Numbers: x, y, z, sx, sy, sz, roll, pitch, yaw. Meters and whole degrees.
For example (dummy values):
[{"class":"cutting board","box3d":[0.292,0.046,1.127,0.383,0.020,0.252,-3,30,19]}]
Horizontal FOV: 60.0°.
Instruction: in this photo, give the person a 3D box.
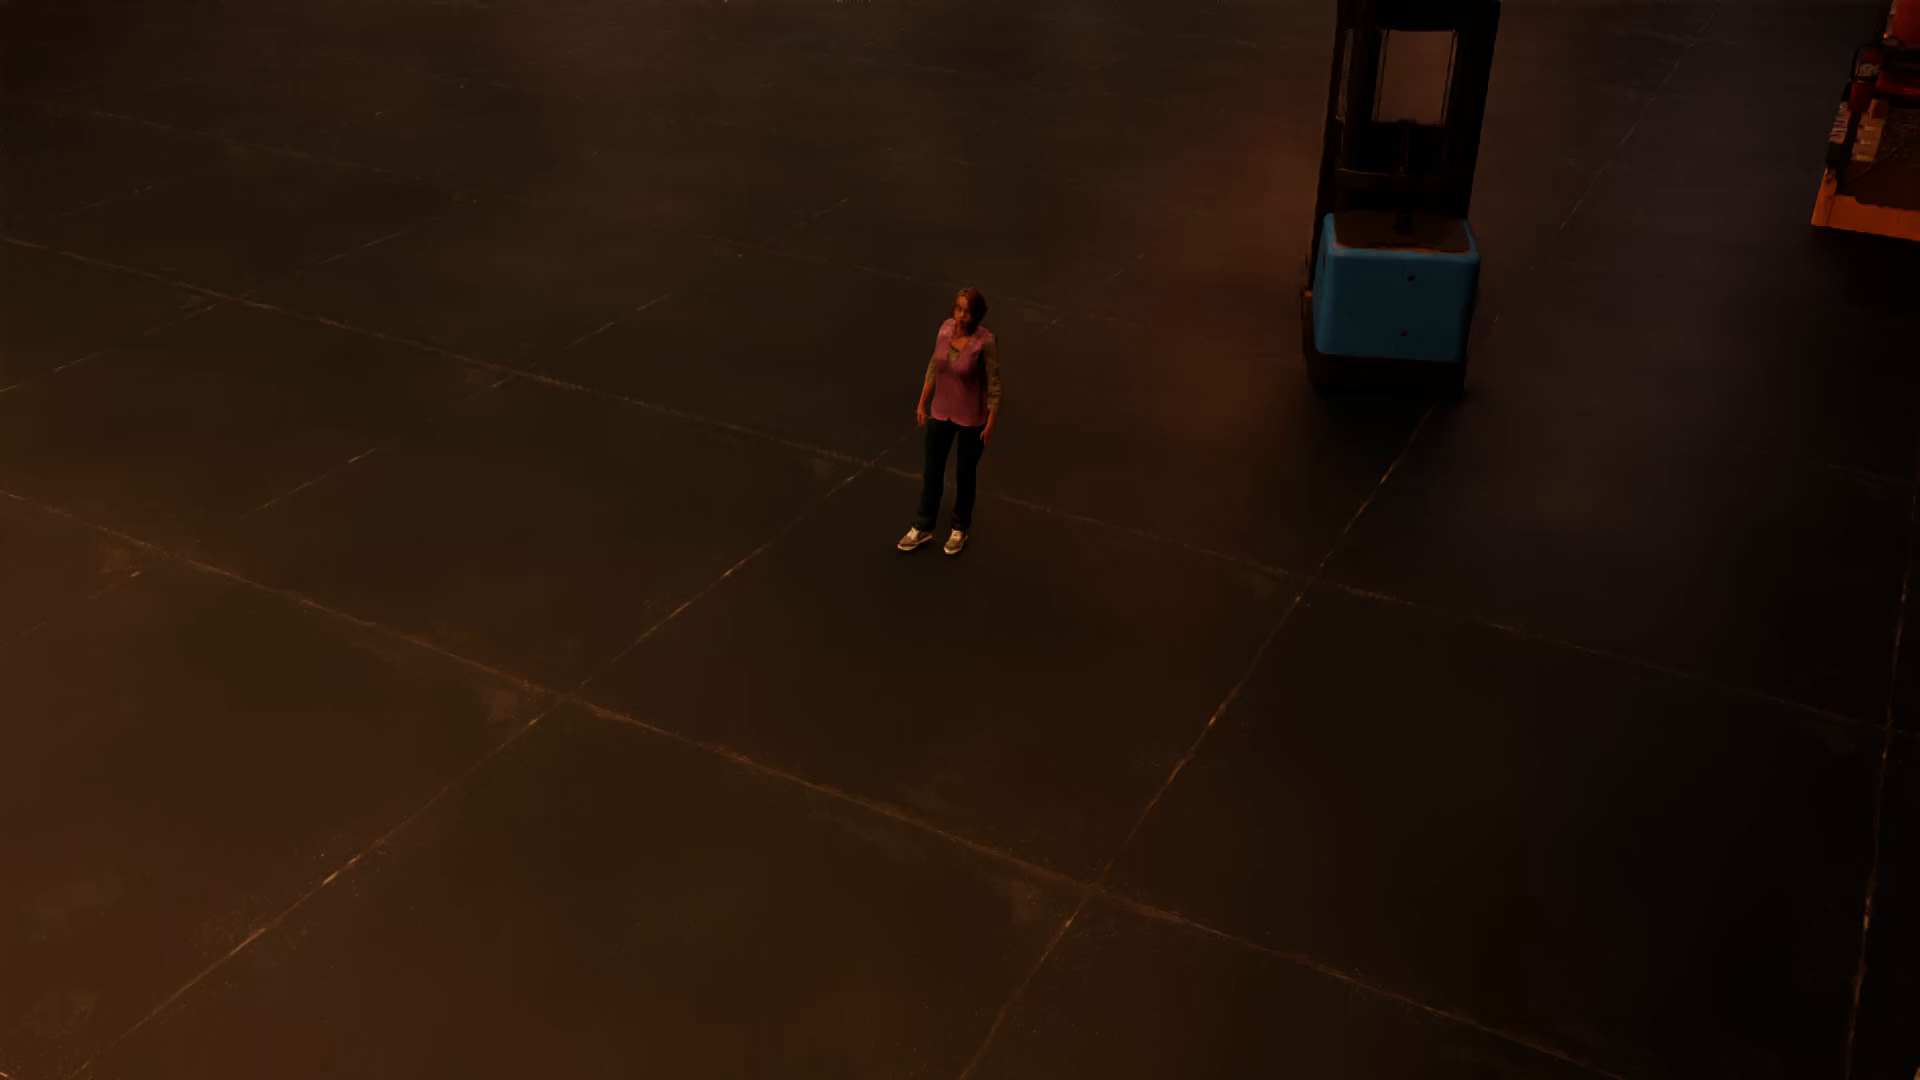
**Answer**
[{"class":"person","box3d":[-0.048,-0.668,9.549,0.520,1.597,0.473,15,33,25]}]

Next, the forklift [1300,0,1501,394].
[{"class":"forklift","box3d":[3.234,-3.008,12.283,1.130,2.935,3.031,4,30,8]}]
